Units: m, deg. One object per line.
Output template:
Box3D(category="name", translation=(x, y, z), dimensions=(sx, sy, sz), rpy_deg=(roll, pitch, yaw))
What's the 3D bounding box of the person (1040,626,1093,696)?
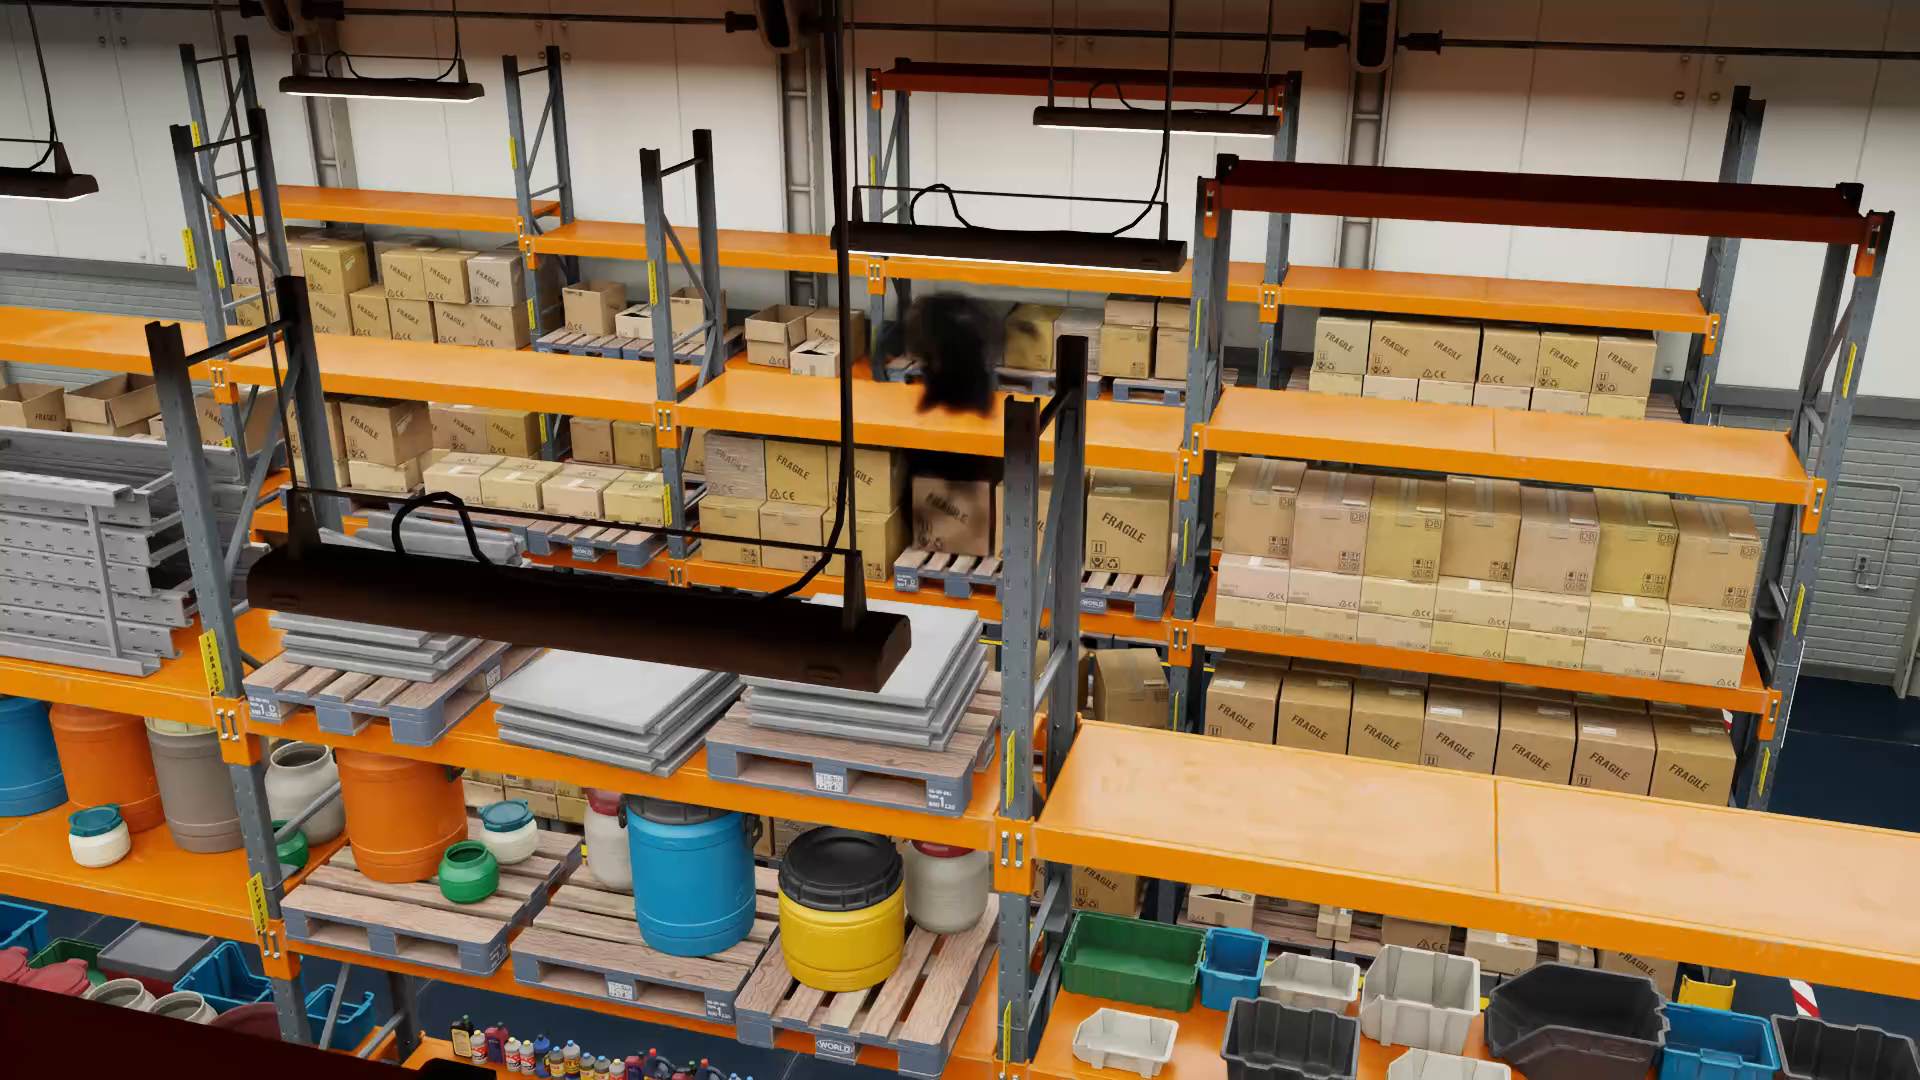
Box3D(category="person", translation=(1.047, 0.999, 16.458), dimensions=(0.779, 1.458, 0.675), rpy_deg=(-5, 23, -11))
